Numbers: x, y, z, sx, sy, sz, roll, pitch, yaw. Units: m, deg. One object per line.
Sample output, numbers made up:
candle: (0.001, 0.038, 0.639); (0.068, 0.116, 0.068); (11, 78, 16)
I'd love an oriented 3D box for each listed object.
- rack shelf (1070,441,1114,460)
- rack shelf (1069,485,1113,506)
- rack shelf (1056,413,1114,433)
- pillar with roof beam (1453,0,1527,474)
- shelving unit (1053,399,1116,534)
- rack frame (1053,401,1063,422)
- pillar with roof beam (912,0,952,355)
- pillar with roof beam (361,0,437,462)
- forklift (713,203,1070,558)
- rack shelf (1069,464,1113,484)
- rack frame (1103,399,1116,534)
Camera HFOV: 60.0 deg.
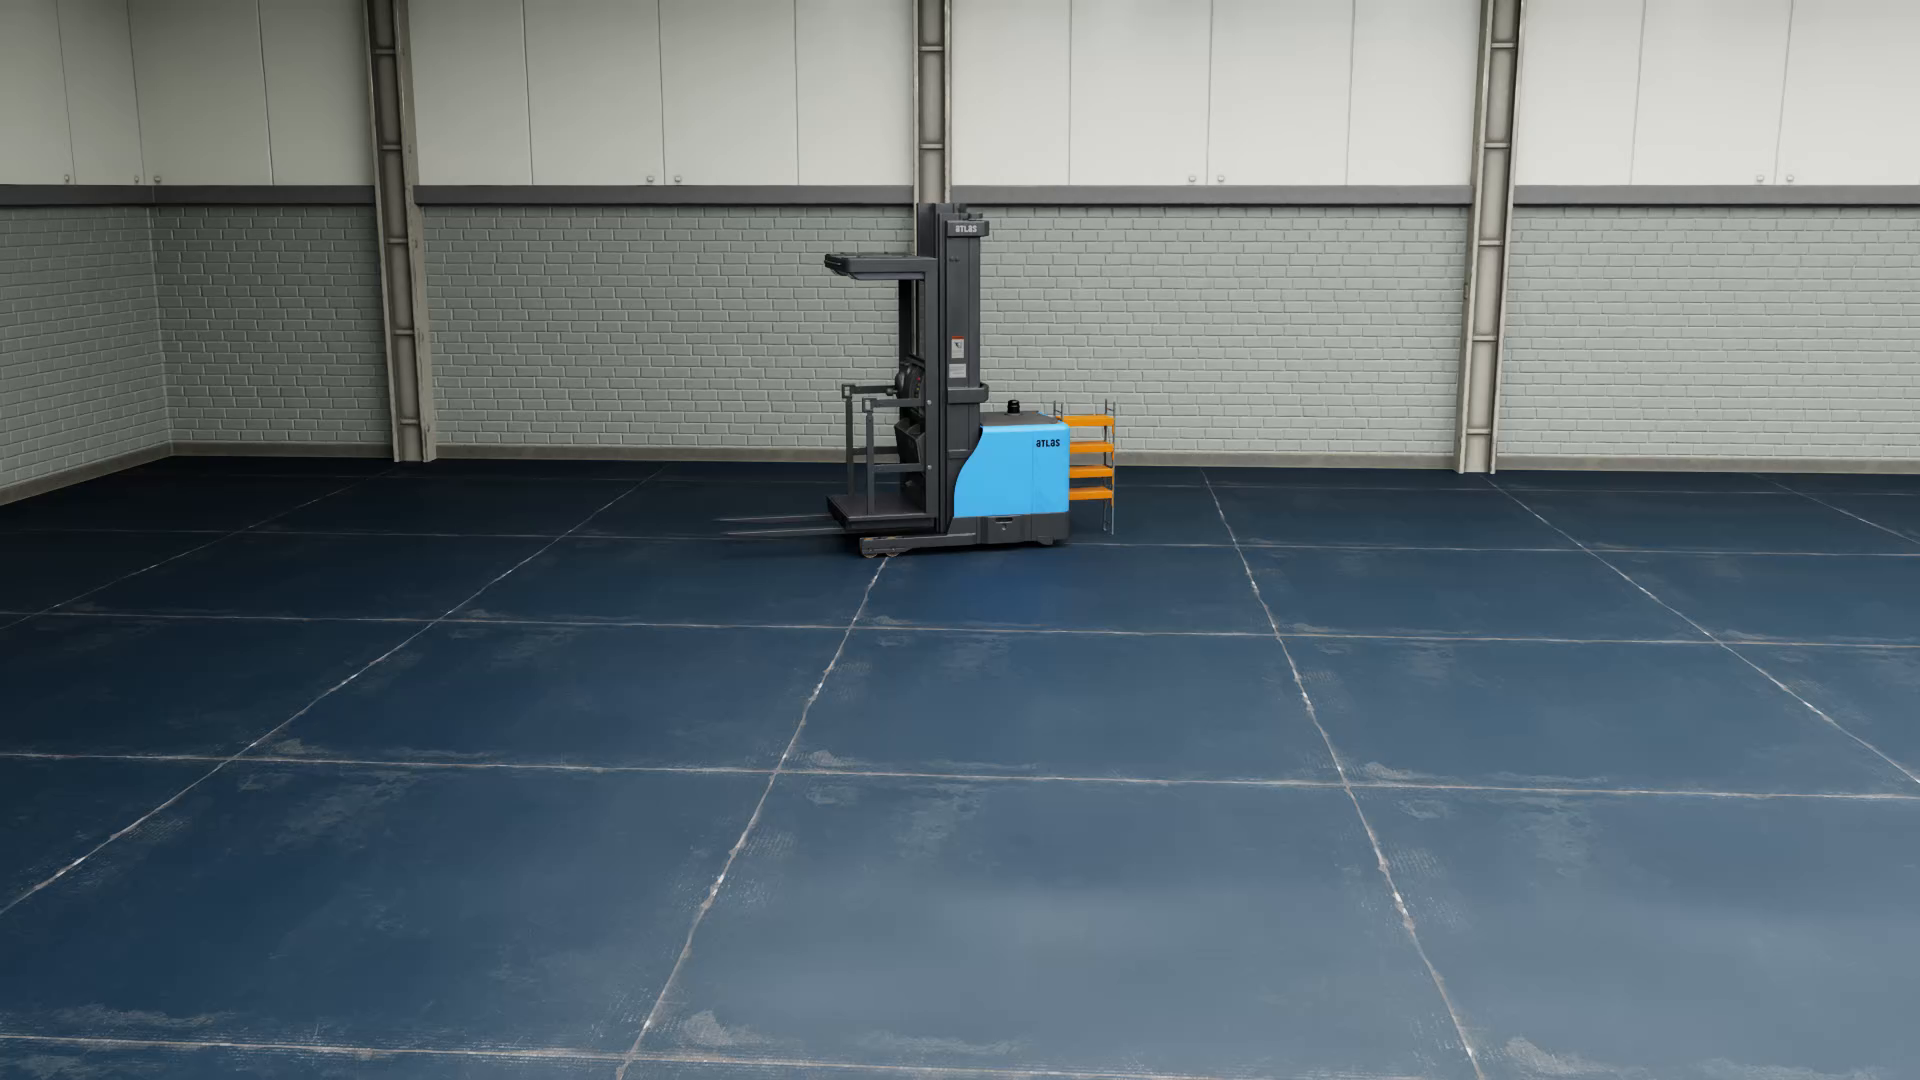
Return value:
rack shelf: (1.110, -0.802, 14.909); (0.480, 0.148, 0.258); (-3, 12, -14)
rack shelf: (1.110, -0.389, 14.996); (0.480, 0.148, 0.258); (-3, 12, -14)
rack shelf: (1.110, -1.034, 14.861); (0.480, 0.148, 0.258); (-3, 12, -14)
pillar with roof beam: (5.402, -4.288, 13.288); (0.400, 9.000, 9.100); (1, 12, 4)
shelving unit: (1.110, -0.649, 14.941); (0.503, 1.200, 0.258); (-3, 12, -14)
rack frame: (0.874, -0.637, 14.881); (0.015, 1.200, 0.240); (-3, 12, -14)
pillar with roof beam: (-0.585, -4.370, 13.681); (0.400, 9.000, 9.100); (1, 12, 4)
pillar with roof beam: (-6.572, -4.452, 14.073); (0.400, 9.000, 9.100); (1, 12, 4)
forklift: (-0.612, -1.404, 14.321); (3.031, 2.935, 1.130); (-3, 12, -13)
rack shelf: (1.110, -0.583, 14.955); (0.480, 0.148, 0.258); (-3, 12, -14)
rack frame: (1.346, -0.662, 15.002); (0.015, 1.200, 0.240); (-3, 12, -14)
